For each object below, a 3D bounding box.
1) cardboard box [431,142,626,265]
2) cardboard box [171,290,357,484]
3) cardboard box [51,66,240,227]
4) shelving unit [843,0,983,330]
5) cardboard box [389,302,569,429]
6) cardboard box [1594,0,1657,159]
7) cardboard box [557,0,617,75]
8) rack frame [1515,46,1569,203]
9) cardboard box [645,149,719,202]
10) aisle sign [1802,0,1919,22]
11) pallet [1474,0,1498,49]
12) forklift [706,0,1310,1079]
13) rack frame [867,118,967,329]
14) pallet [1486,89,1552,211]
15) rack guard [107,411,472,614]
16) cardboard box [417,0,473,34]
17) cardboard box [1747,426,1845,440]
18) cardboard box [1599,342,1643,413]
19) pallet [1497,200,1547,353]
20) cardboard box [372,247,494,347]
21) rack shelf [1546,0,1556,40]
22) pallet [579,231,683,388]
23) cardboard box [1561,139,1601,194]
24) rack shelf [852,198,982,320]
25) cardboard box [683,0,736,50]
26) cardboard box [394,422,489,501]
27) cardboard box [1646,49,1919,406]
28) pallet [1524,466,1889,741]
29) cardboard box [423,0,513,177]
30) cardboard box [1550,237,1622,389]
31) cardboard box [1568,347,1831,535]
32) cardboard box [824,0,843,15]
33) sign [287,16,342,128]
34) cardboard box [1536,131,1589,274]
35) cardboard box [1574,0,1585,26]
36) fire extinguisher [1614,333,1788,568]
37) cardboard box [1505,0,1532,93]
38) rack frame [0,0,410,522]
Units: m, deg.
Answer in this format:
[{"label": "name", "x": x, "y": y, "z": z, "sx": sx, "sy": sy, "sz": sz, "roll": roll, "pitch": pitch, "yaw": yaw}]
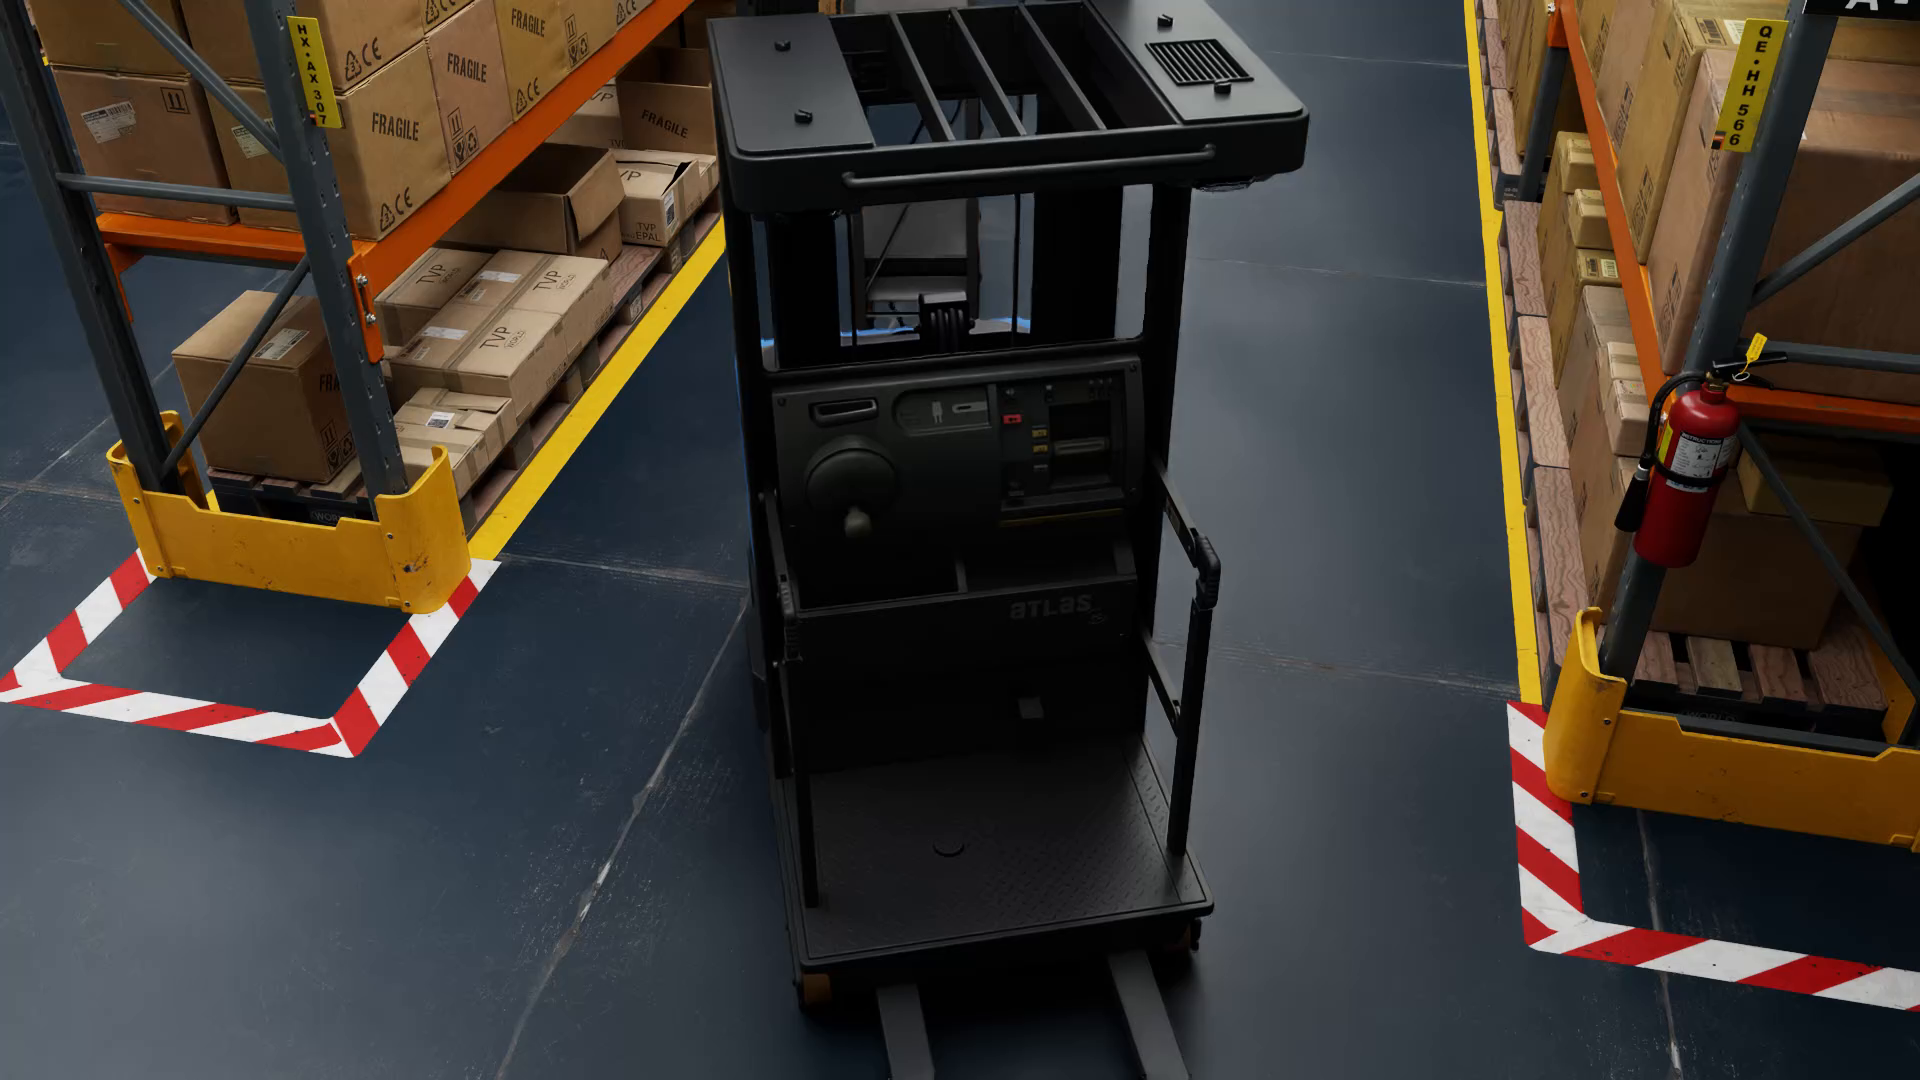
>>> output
[{"label": "cardboard box", "x": -1.948, "y": -1.455, "z": 7.453, "sx": 0.797, "sy": 0.503, "sz": 0.637, "roll": 7, "pitch": 37, "yaw": 10}, {"label": "cardboard box", "x": -2.530, "y": -0.580, "z": 6.250, "sx": 0.500, "sy": 0.500, "sz": 0.500, "roll": 7, "pitch": 37, "yaw": 10}, {"label": "cardboard box", "x": -2.576, "y": -1.403, "z": 5.545, "sx": 0.500, "sy": 0.500, "sz": 0.500, "roll": 8, "pitch": 37, "yaw": 11}, {"label": "shelving unit", "x": -0.146, "y": -0.887, "z": 5.685, "sx": 0.431, "sy": 2.100, "sz": 0.503, "roll": 0, "pitch": 36, "yaw": -1}, {"label": "cardboard box", "x": -1.906, "y": -0.699, "z": 6.627, "sx": 0.500, "sy": 0.250, "sz": 0.500, "roll": 7, "pitch": 37, "yaw": 10}, {"label": "cardboard box", "x": 2.850, "y": -1.723, "z": 5.815, "sx": 0.980, "sy": 0.700, "sz": 0.700, "roll": 6, "pitch": 36, "yaw": 8}, {"label": "cardboard box", "x": -1.730, "y": -2.204, "z": 6.650, "sx": 0.500, "sy": 0.500, "sz": 0.500, "roll": 8, "pitch": 37, "yaw": 11}, {"label": "rack frame", "x": 3.289, "y": -2.746, "z": 7.483, "sx": 1.000, "sy": 3.000, "sz": 0.127, "roll": 7, "pitch": 37, "yaw": 10}, {"label": "cardboard box", "x": -1.418, "y": -1.804, "z": 8.238, "sx": 0.380, "sy": 0.149, "sz": 0.250, "roll": 7, "pitch": 37, "yaw": 10}, {"label": "aisle sign", "x": 2.126, "y": -1.502, "z": 3.551, "sx": 0.394, "sy": 0.787, "sz": 0.004, "roll": 7, "pitch": 37, "yaw": 10}, {"label": "pallet", "x": 3.901, "y": -3.468, "z": 10.855, "sx": 1.003, "sy": 0.211, "sz": 1.213, "roll": 7, "pitch": 37, "yaw": 10}, {"label": "forklift", "x": 0.047, "y": -0.162, "z": 3.976, "sx": 1.130, "sy": 2.935, "sz": 3.031, "roll": -6, "pitch": 36, "yaw": -9}, {"label": "rack frame", "x": -0.149, "y": -1.031, "z": 5.883, "sx": 0.400, "sy": 2.100, "sz": 0.015, "roll": 0, "pitch": 36, "yaw": -1}, {"label": "pallet", "x": 3.380, "y": -2.069, "z": 8.925, "sx": 1.003, "sy": 0.211, "sz": 1.213, "roll": 7, "pitch": 37, "yaw": 10}, {"label": "rack guard", "x": -2.390, "y": -0.103, "z": 5.966, "sx": 1.175, "sy": 0.500, "sz": 0.348, "roll": 7, "pitch": 37, "yaw": 10}, {"label": "cardboard box", "x": -1.949, "y": -2.039, "z": 5.570, "sx": 0.500, "sy": 0.500, "sz": 0.500, "roll": 8, "pitch": 37, "yaw": 10}, {"label": "cardboard box", "x": 2.762, "y": -0.481, "z": 5.577, "sx": 0.380, "sy": 0.149, "sz": 0.250, "roll": 7, "pitch": 37, "yaw": 10}, {"label": "cardboard box", "x": 2.389, "y": -0.531, "z": 5.645, "sx": 0.380, "sy": 0.149, "sz": 0.250, "roll": 8, "pitch": 37, "yaw": 11}, {"label": "pallet", "x": 3.050, "y": -1.191, "z": 7.713, "sx": 1.003, "sy": 0.211, "sz": 1.213, "roll": 7, "pitch": 37, "yaw": 10}, {"label": "cardboard box", "x": -2.298, "y": -1.020, "z": 7.070, "sx": 0.500, "sy": 0.250, "sz": 0.500, "roll": 7, "pitch": 37, "yaw": 10}, {"label": "rack shelf", "x": 3.716, "y": -3.602, "z": 9.276, "sx": 1.077, "sy": 0.370, "sz": 4.000, "roll": 7, "pitch": 37, "yaw": 10}, {"label": "pallet", "x": -1.958, "y": -1.141, "z": 7.644, "sx": 1.003, "sy": 0.211, "sz": 1.213, "roll": 7, "pitch": 37, "yaw": 10}, {"label": "cardboard box", "x": 2.777, "y": -1.577, "z": 7.090, "sx": 0.380, "sy": 0.149, "sz": 0.250, "roll": 8, "pitch": 37, "yaw": 12}, {"label": "rack shelf", "x": -0.146, "y": -0.876, "z": 5.693, "sx": 0.431, "sy": 0.518, "sz": 0.480, "roll": 0, "pitch": 36, "yaw": -1}, {"label": "cardboard box", "x": -1.210, "y": -2.778, "z": 9.282, "sx": 0.500, "sy": 0.500, "sz": 0.500, "roll": 6, "pitch": 36, "yaw": 8}, {"label": "cardboard box", "x": -1.981, "y": -0.293, "z": 6.152, "sx": 0.380, "sy": 0.149, "sz": 0.250, "roll": 7, "pitch": 37, "yaw": 10}, {"label": "cardboard box", "x": 2.533, "y": -0.868, "z": 4.636, "sx": 0.980, "sy": 0.700, "sz": 0.700, "roll": 9, "pitch": 37, "yaw": 12}, {"label": "pallet", "x": 2.529, "y": 0.208, "z": 5.783, "sx": 1.003, "sy": 0.211, "sz": 1.213, "roll": 7, "pitch": 37, "yaw": 10}, {"label": "cardboard box", "x": -1.949, "y": -1.630, "z": 5.858, "sx": 0.500, "sy": 0.500, "sz": 0.500, "roll": 7, "pitch": 37, "yaw": 10}, {"label": "cardboard box", "x": 2.806, "y": -0.907, "z": 6.717, "sx": 0.700, "sy": 0.500, "sz": 0.500, "roll": 8, "pitch": 37, "yaw": 11}, {"label": "cardboard box", "x": 2.593, "y": -0.312, "z": 5.896, "sx": 0.700, "sy": 0.500, "sz": 0.500, "roll": 7, "pitch": 37, "yaw": 10}, {"label": "cardboard box", "x": -0.993, "y": -3.371, "z": 10.100, "sx": 0.500, "sy": 0.500, "sz": 0.500, "roll": 8, "pitch": 37, "yaw": 11}, {"label": "sign", "x": -1.876, "y": -1.354, "z": 4.825, "sx": 0.100, "sy": 0.325, "sz": 0.005, "roll": 7, "pitch": 37, "yaw": 10}, {"label": "cardboard box", "x": 3.029, "y": -1.488, "z": 7.520, "sx": 0.700, "sy": 0.500, "sz": 0.500, "roll": 8, "pitch": 37, "yaw": 11}, {"label": "cardboard box", "x": 3.157, "y": -2.559, "z": 6.969, "sx": 0.980, "sy": 0.700, "sz": 0.700, "roll": 8, "pitch": 37, "yaw": 11}, {"label": "fire extinguisher", "x": 1.951, "y": -0.242, "z": 4.412, "sx": 0.296, "sy": 0.674, "sz": 0.183, "roll": 7, "pitch": 37, "yaw": 10}, {"label": "cardboard box", "x": 3.487, "y": -2.945, "z": 9.231, "sx": 0.750, "sy": 0.750, "sz": 0.750, "roll": 8, "pitch": 37, "yaw": 11}, {"label": "rack frame", "x": -2.406, "y": -1.072, "z": 5.173, "sx": 1.000, "sy": 3.000, "sz": 0.127, "roll": 7, "pitch": 37, "yaw": 10}]
